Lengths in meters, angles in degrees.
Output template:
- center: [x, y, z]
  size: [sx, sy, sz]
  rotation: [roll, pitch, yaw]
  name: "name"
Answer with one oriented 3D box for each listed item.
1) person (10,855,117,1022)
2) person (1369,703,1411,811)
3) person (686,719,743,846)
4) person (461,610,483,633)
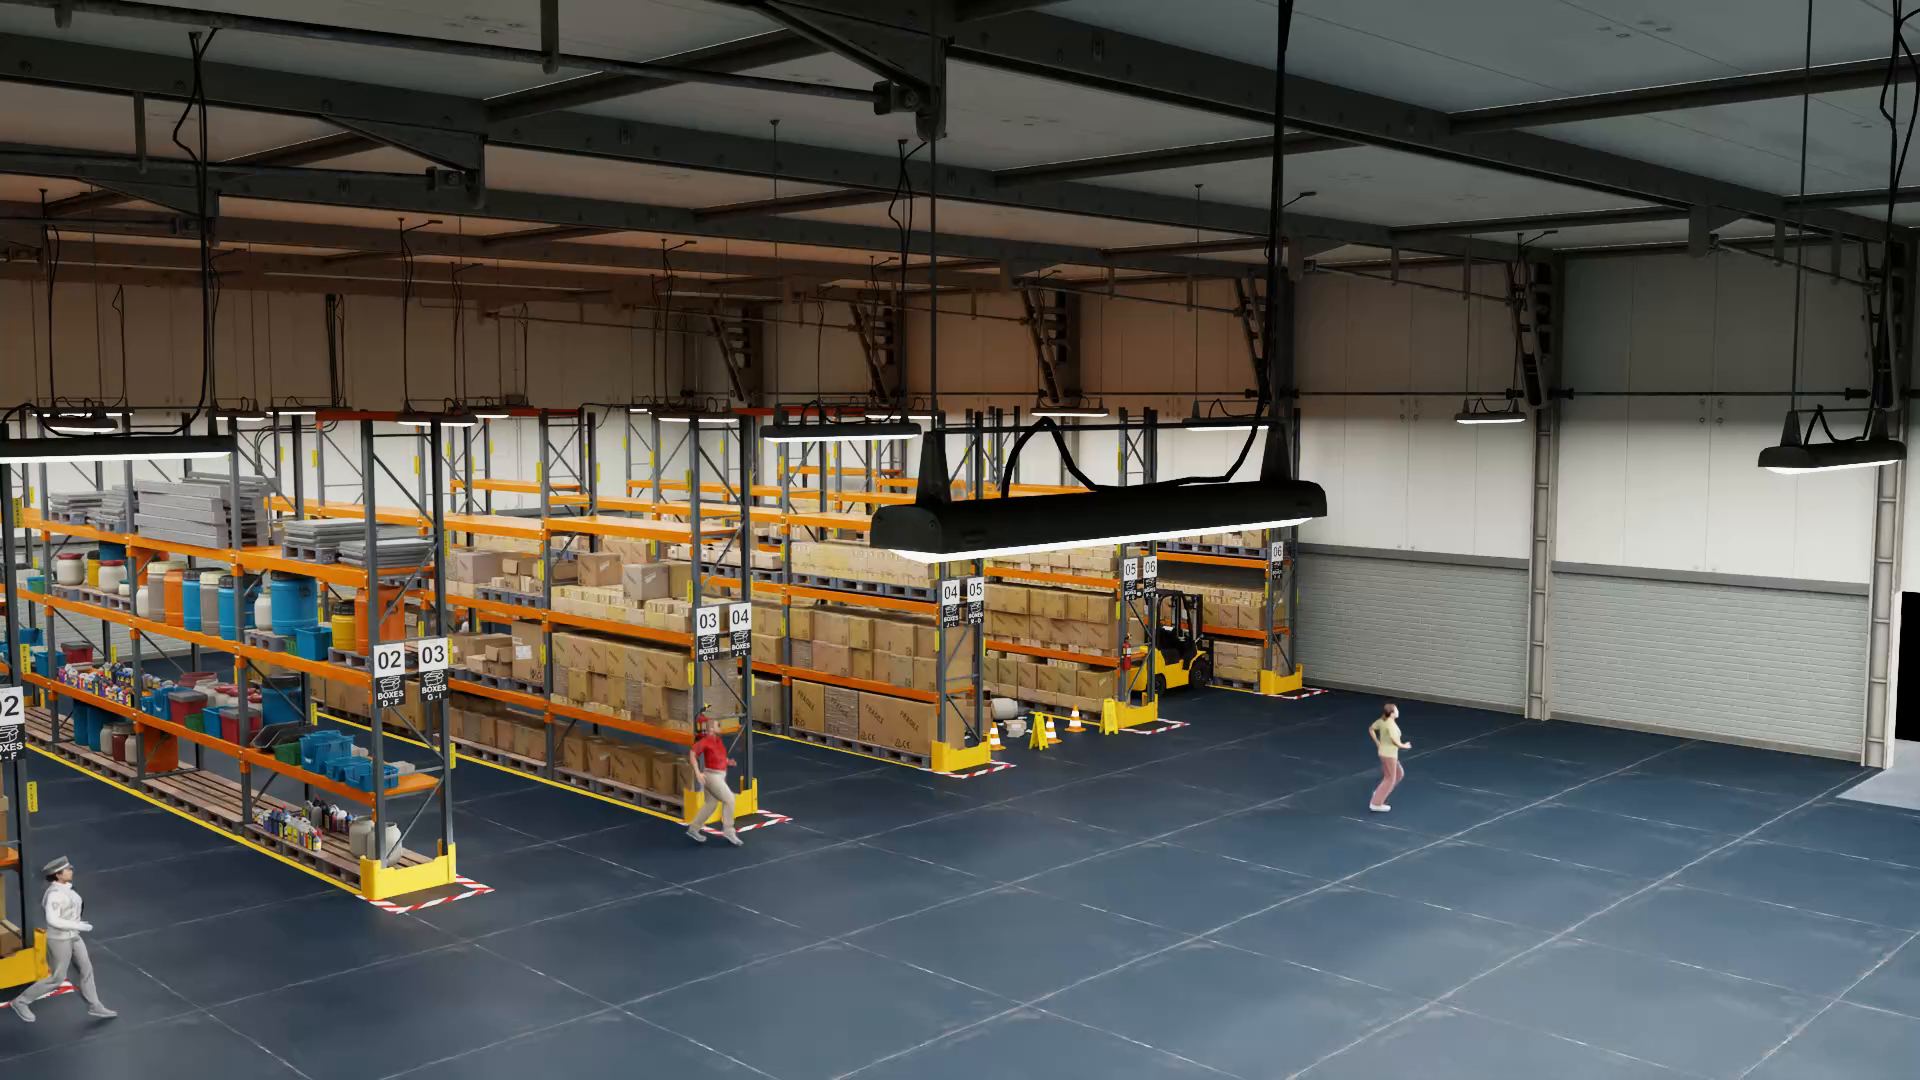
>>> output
- center: [-9.012, 4.005, 16.713]
  size: [0.951, 1.688, 0.625]
  rotation: [-2, 5, -17]
  name: "person"
- center: [6.506, 3.277, 25.178]
  size: [0.612, 1.645, 0.600]
  rotation: [-1, 5, -6]
  name: "person"
- center: [-3.442, 3.403, 23.468]
  size: [0.816, 1.726, 0.664]
  rotation: [0, 5, 2]
  name: "person"
- center: [-10.561, 2.301, 36.058]
  size: [0.575, 1.631, 0.831]
  rotation: [-4, 7, -40]
  name: "person"
